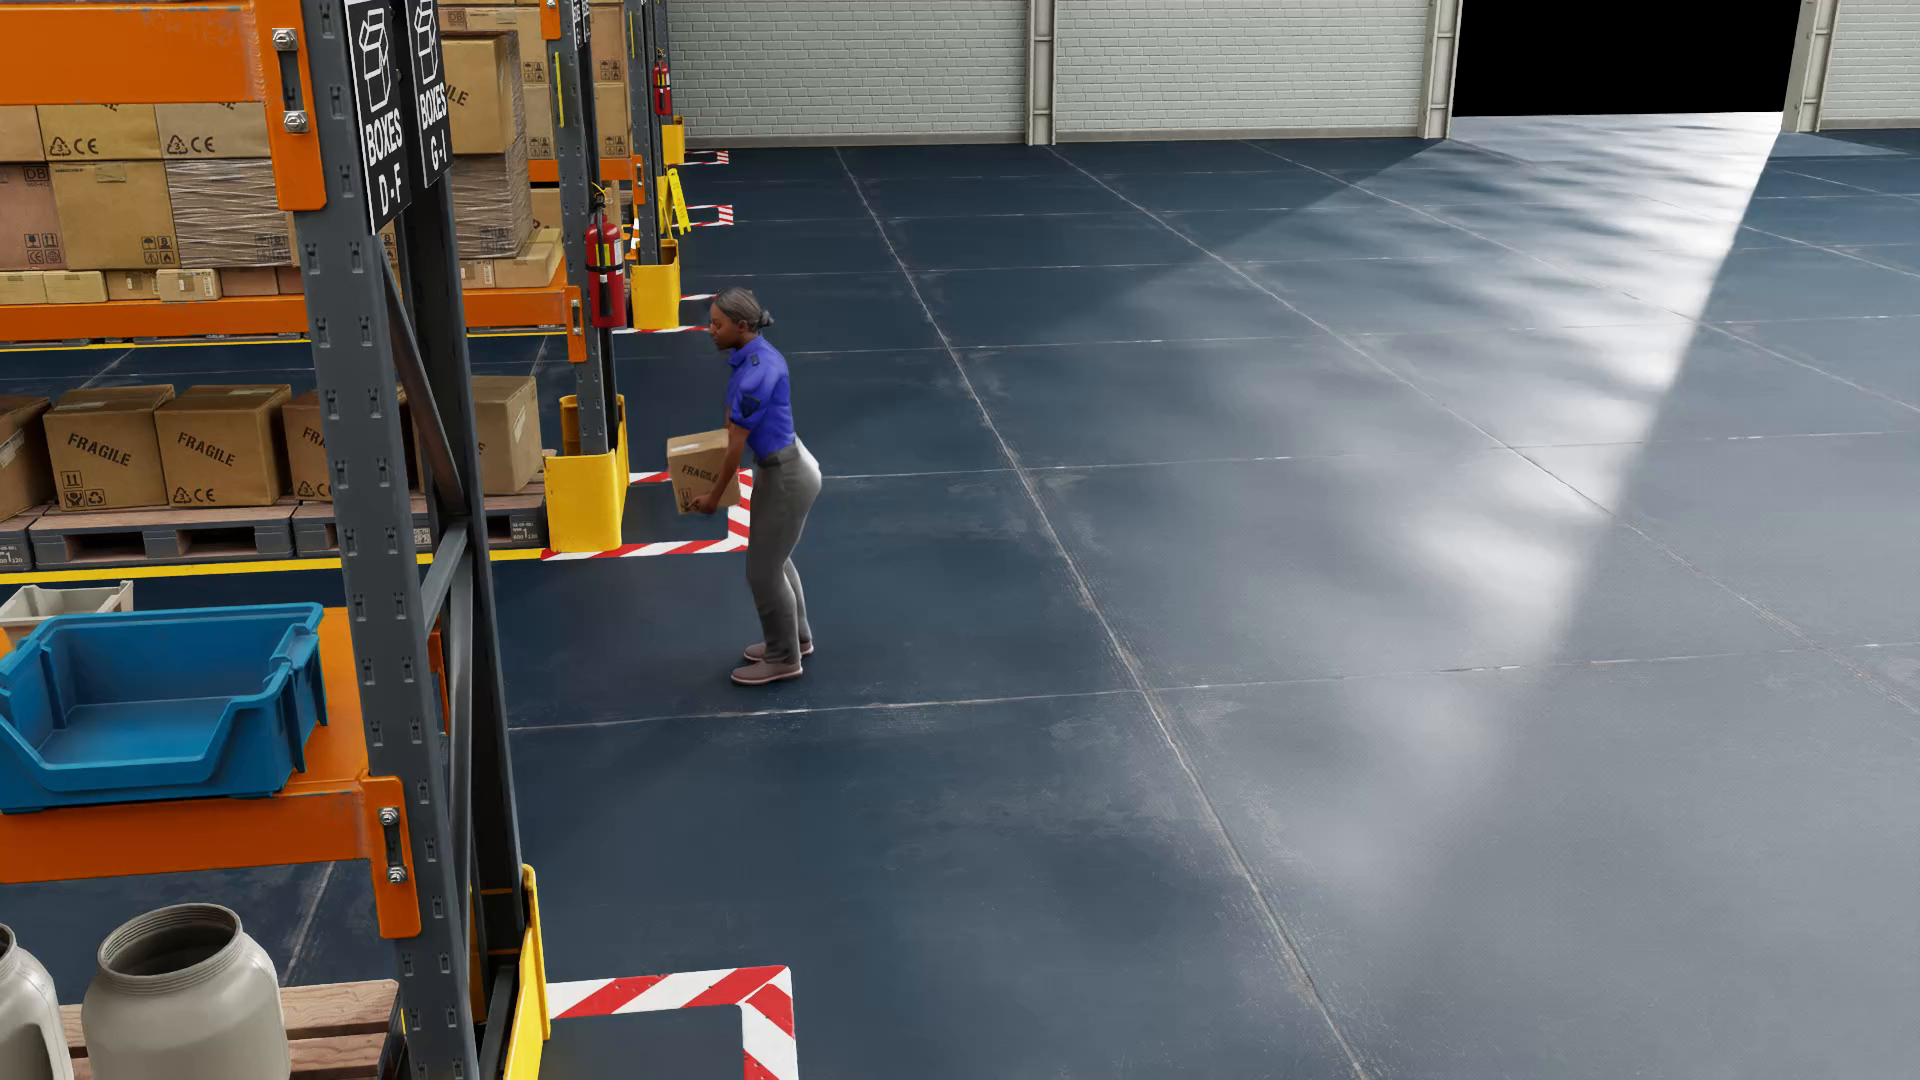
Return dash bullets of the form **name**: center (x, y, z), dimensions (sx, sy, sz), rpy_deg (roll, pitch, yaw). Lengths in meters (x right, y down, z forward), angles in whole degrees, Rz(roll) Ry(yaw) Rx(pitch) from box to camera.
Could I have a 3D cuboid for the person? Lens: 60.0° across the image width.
- **person**: center (-0.832, -0.216, 6.716), dimensions (0.538, 1.636, 0.411), rpy_deg (-3, 20, -9)
